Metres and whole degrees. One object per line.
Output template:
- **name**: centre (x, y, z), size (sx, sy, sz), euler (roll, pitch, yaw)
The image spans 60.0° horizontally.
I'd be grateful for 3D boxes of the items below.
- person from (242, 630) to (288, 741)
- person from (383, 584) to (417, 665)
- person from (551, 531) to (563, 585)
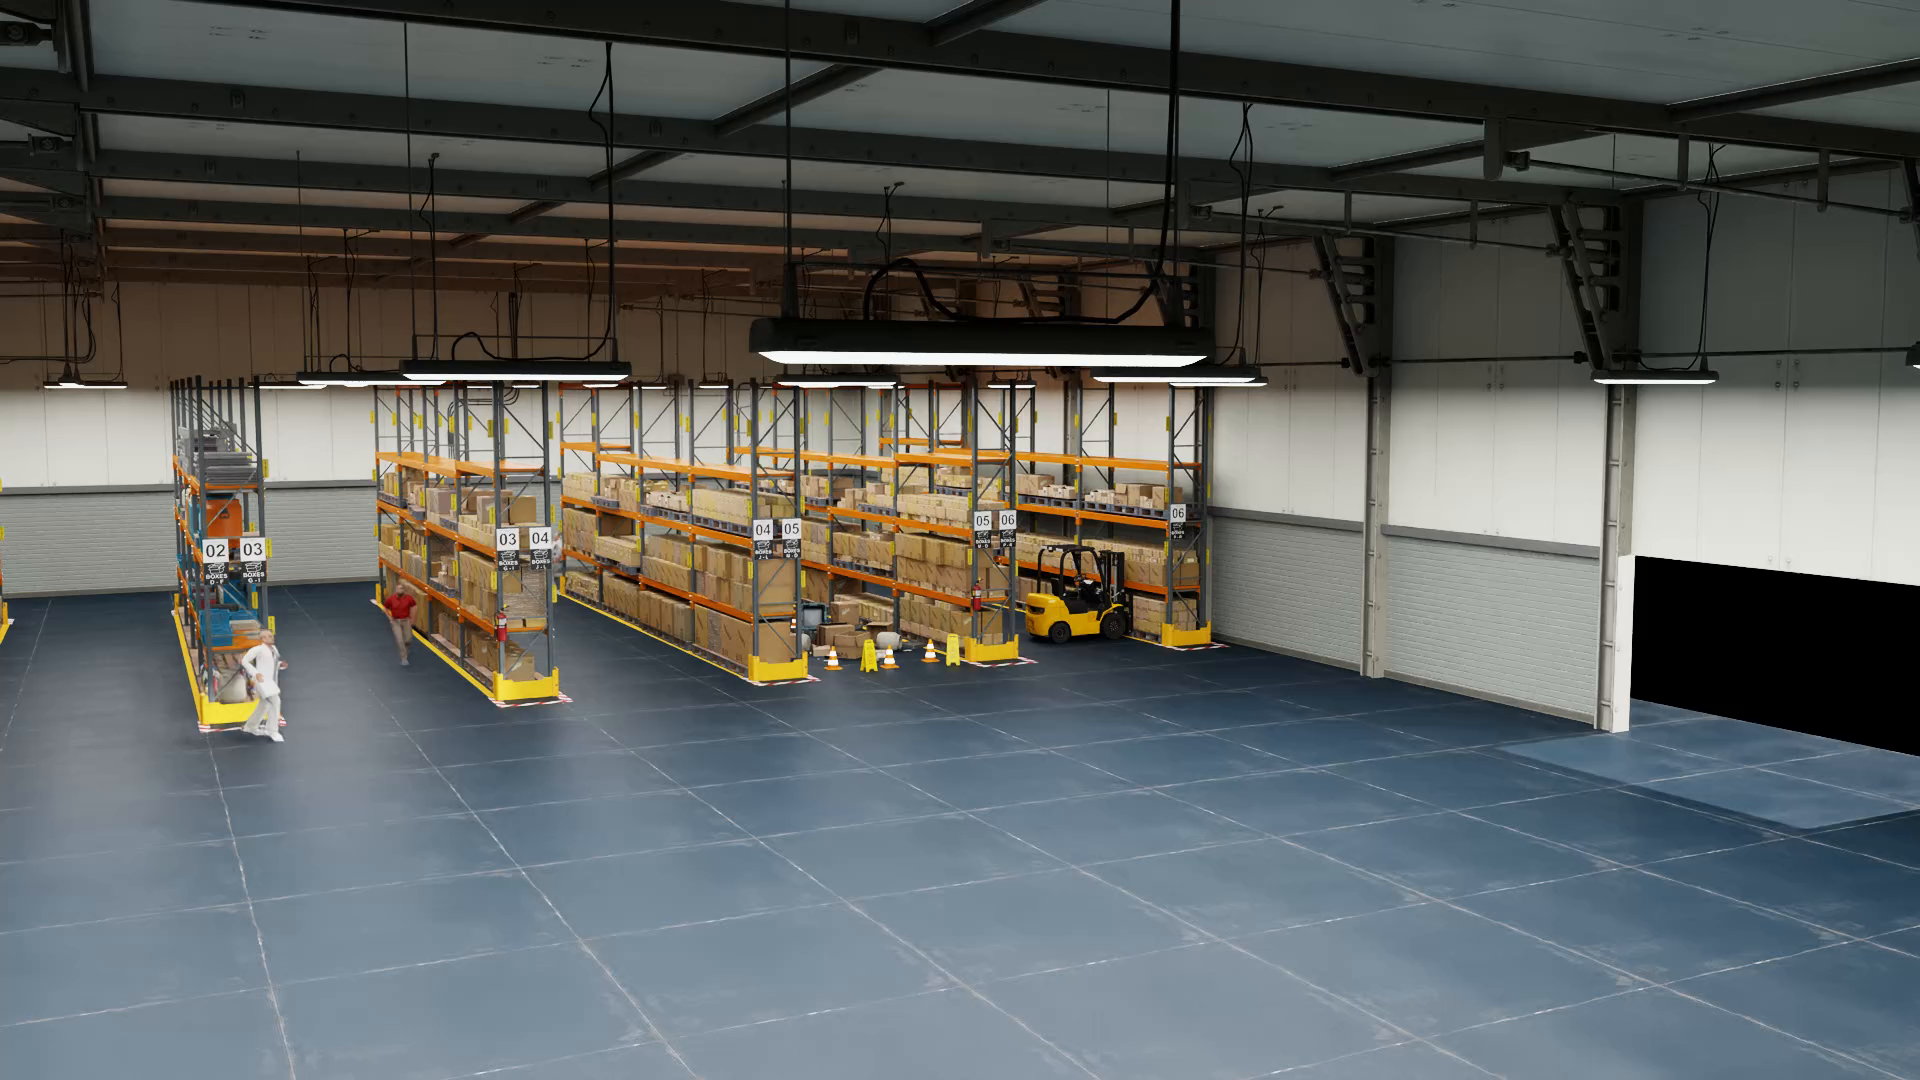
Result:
- **person**: centre (-11.480, 2.403, 27.477), size (0.790, 1.837, 0.695), euler (0, 5, 4)
- **person**: centre (-11.827, 1.768, 35.168), size (0.684, 1.696, 0.623), euler (-2, 6, -23)
- **person**: centre (-11.678, 0.588, 48.294), size (0.581, 1.728, 0.703), euler (-5, 7, -42)
